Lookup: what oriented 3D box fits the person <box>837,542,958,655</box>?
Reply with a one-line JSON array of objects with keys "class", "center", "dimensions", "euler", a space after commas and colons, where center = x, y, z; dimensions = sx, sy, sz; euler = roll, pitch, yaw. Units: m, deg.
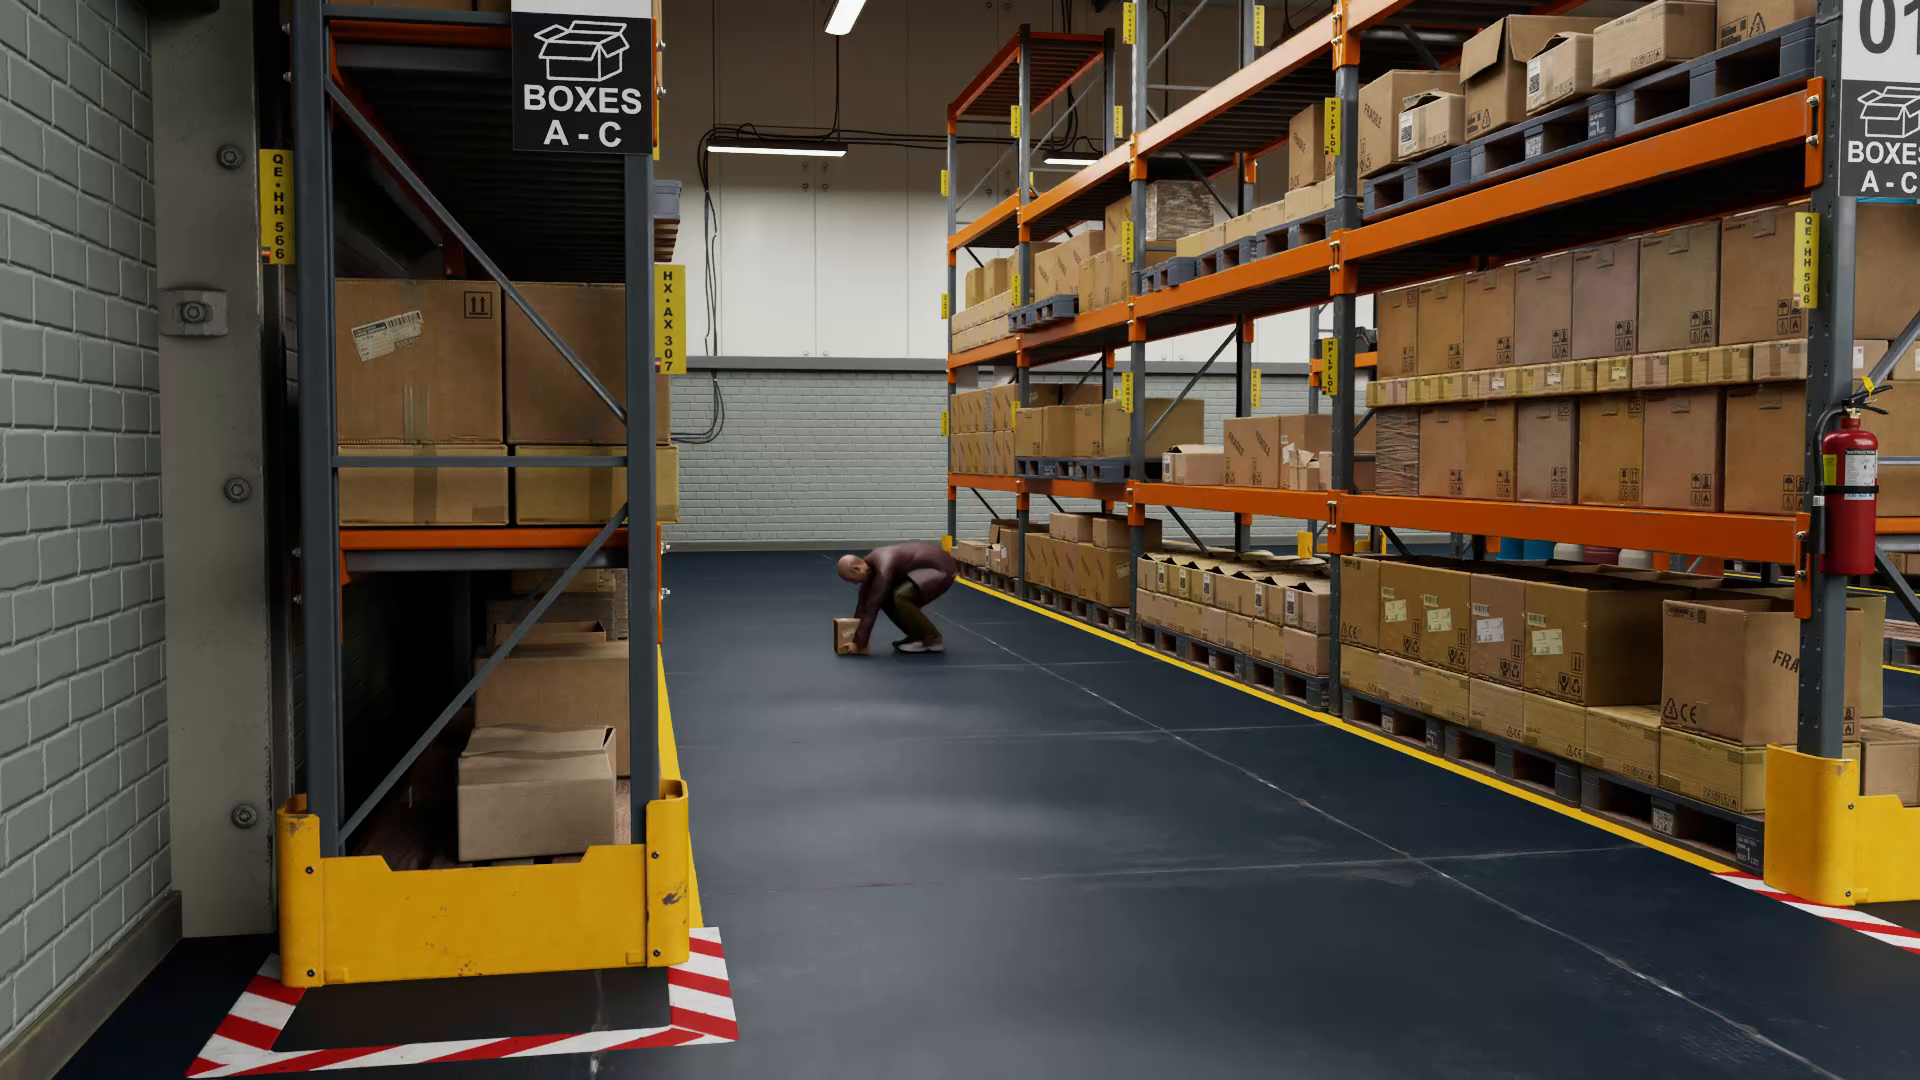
[{"class": "person", "center": [-0.488, 0.453, 12.975], "dimensions": [0.957, 0.873, 0.589], "euler": [-1, 3, -13]}]
